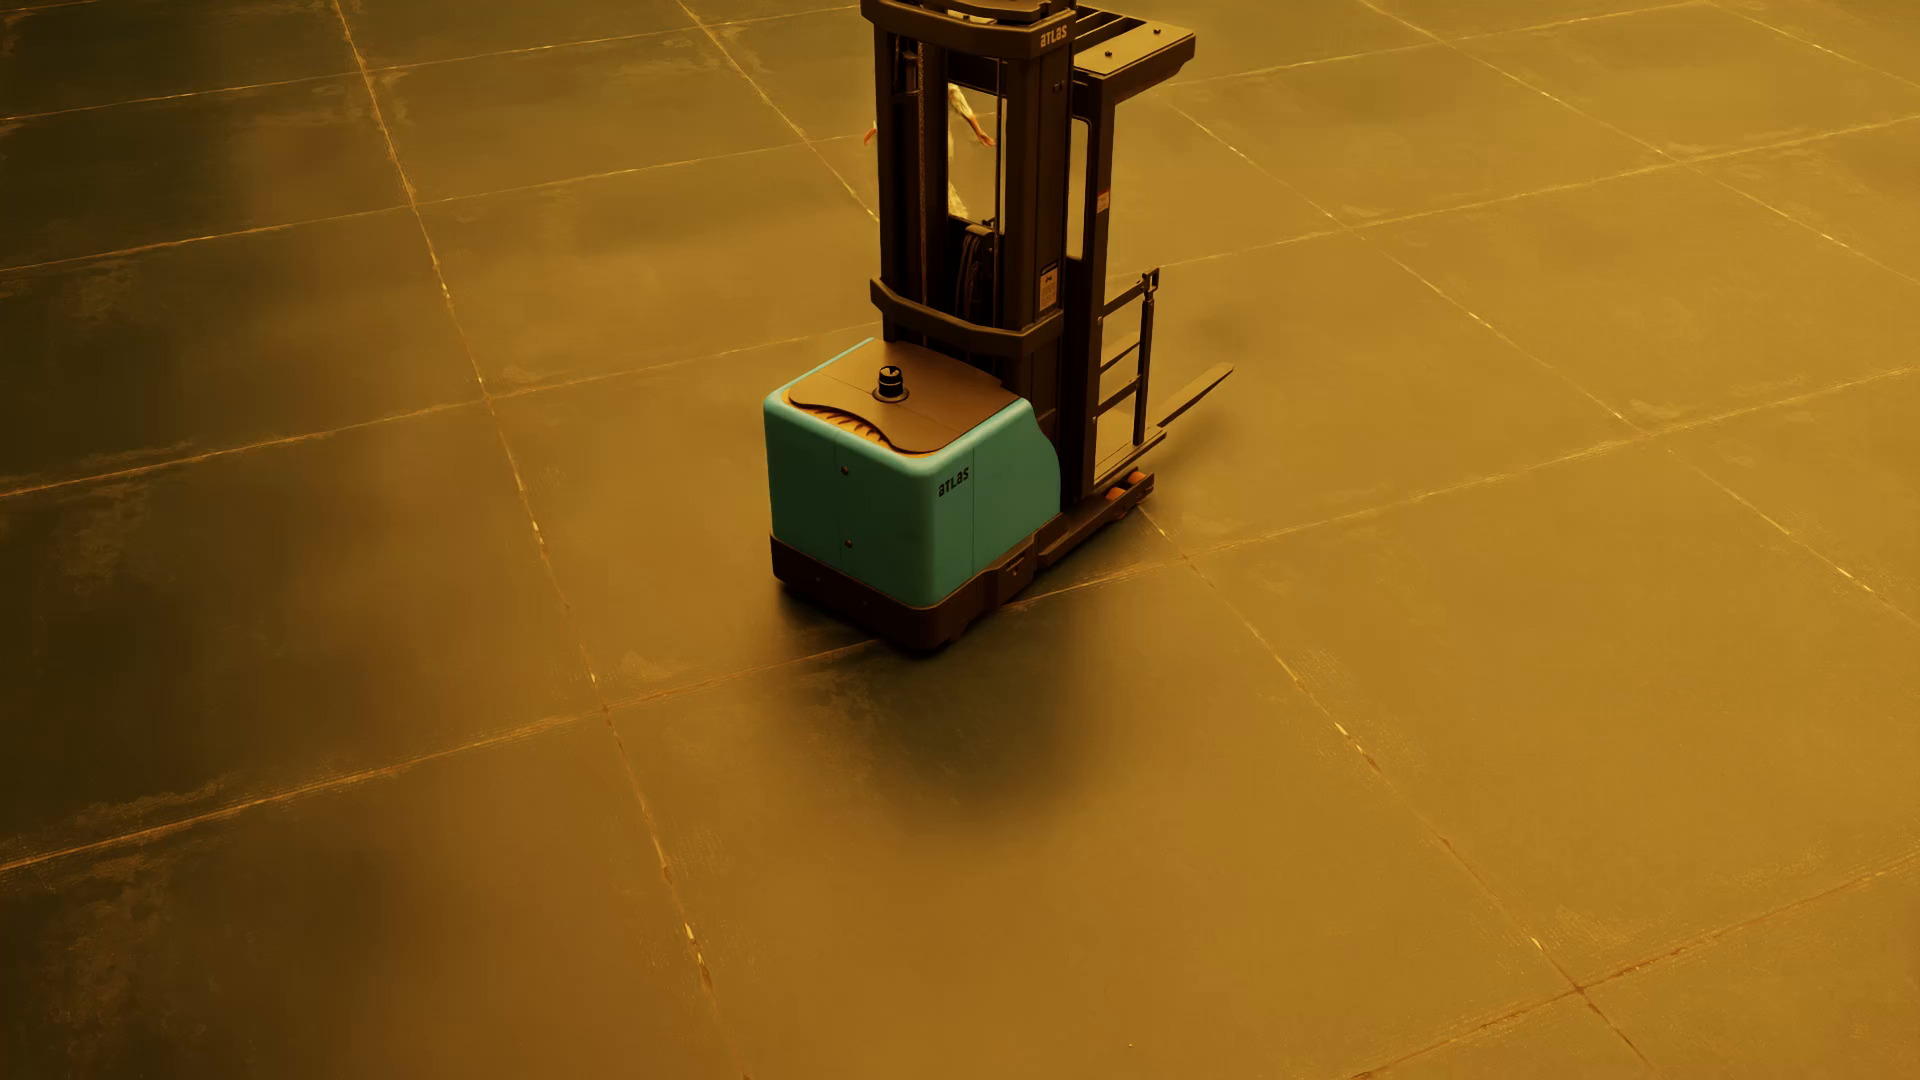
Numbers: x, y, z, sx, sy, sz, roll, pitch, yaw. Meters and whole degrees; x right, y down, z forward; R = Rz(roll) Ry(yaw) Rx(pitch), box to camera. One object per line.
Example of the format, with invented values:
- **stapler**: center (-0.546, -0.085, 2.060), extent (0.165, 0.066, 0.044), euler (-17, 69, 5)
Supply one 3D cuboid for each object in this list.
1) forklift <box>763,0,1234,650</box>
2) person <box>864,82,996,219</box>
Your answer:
- **forklift**: center (0.384, -1.469, 8.165), extent (1.130, 2.935, 3.031), euler (25, 42, 31)
- **person**: center (-0.187, -2.626, 11.122), extent (0.843, 1.453, 0.445), euler (-19, 40, -24)
